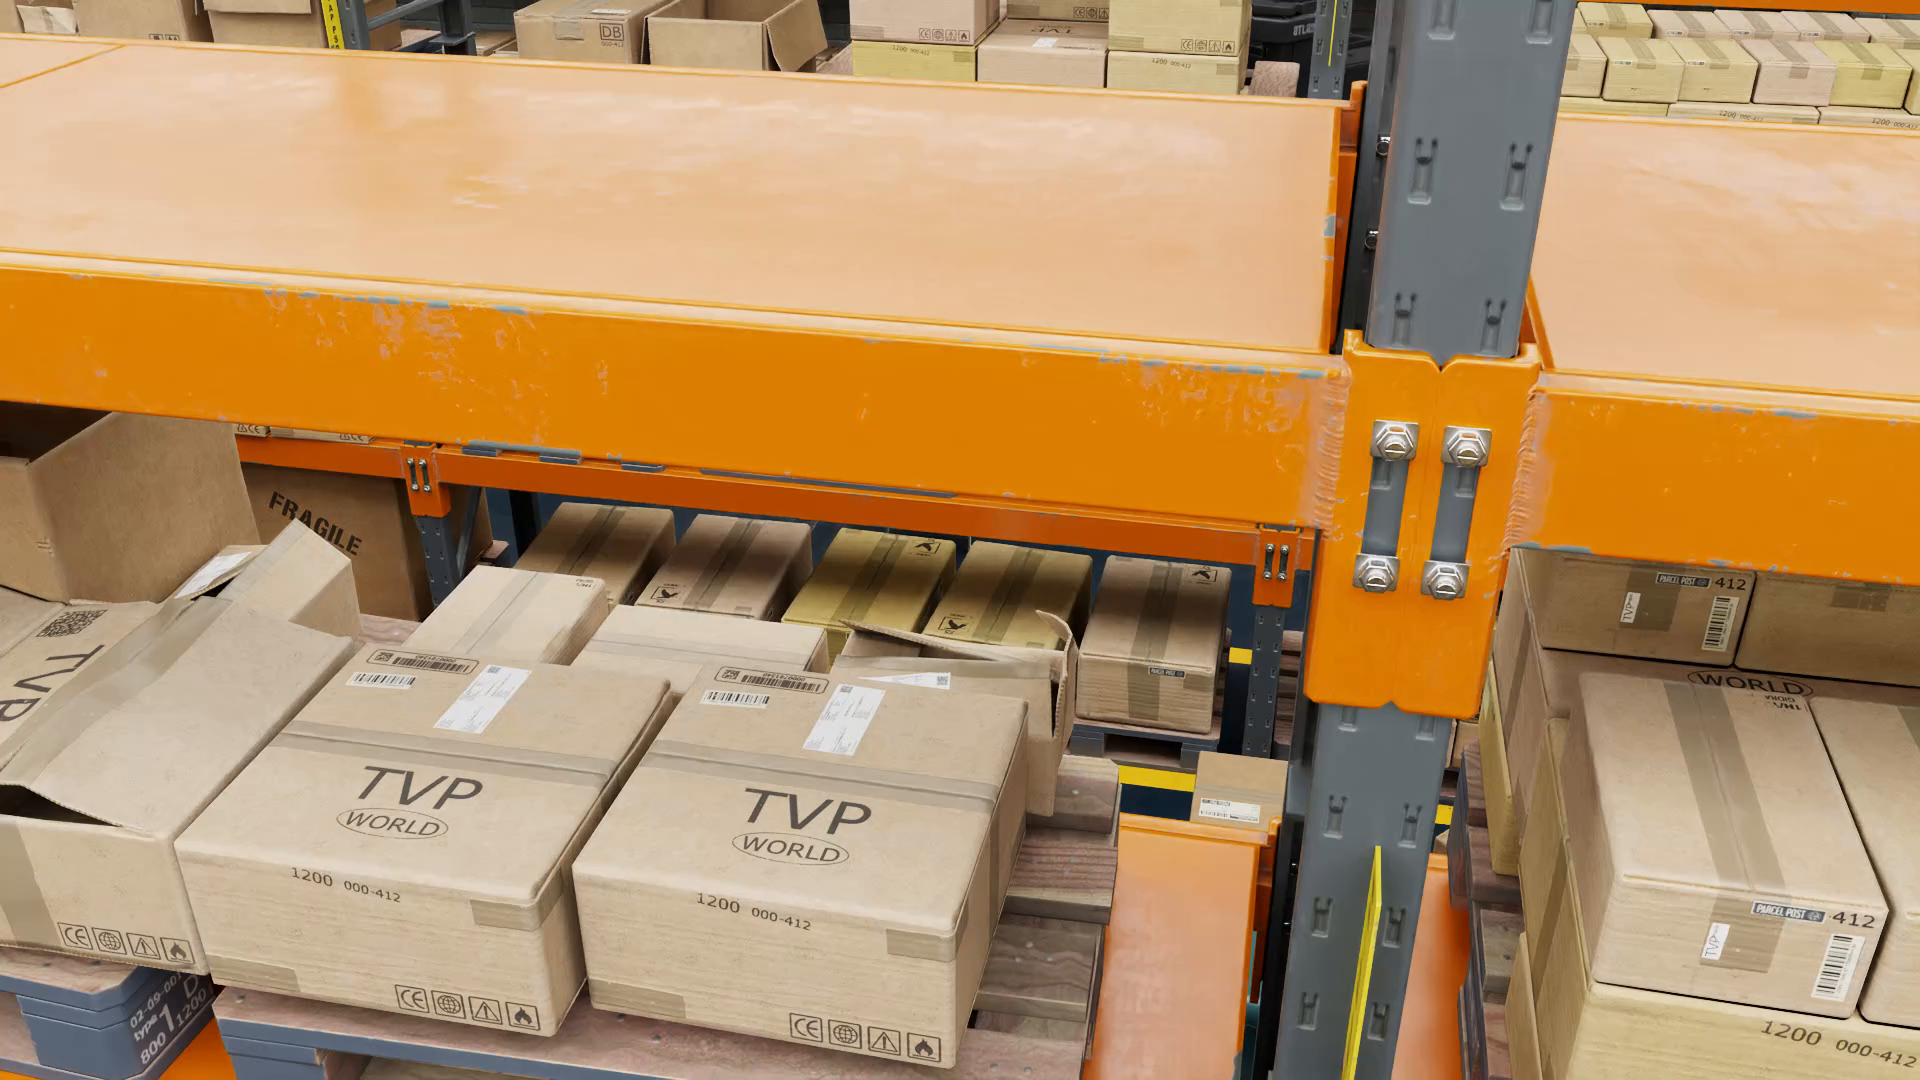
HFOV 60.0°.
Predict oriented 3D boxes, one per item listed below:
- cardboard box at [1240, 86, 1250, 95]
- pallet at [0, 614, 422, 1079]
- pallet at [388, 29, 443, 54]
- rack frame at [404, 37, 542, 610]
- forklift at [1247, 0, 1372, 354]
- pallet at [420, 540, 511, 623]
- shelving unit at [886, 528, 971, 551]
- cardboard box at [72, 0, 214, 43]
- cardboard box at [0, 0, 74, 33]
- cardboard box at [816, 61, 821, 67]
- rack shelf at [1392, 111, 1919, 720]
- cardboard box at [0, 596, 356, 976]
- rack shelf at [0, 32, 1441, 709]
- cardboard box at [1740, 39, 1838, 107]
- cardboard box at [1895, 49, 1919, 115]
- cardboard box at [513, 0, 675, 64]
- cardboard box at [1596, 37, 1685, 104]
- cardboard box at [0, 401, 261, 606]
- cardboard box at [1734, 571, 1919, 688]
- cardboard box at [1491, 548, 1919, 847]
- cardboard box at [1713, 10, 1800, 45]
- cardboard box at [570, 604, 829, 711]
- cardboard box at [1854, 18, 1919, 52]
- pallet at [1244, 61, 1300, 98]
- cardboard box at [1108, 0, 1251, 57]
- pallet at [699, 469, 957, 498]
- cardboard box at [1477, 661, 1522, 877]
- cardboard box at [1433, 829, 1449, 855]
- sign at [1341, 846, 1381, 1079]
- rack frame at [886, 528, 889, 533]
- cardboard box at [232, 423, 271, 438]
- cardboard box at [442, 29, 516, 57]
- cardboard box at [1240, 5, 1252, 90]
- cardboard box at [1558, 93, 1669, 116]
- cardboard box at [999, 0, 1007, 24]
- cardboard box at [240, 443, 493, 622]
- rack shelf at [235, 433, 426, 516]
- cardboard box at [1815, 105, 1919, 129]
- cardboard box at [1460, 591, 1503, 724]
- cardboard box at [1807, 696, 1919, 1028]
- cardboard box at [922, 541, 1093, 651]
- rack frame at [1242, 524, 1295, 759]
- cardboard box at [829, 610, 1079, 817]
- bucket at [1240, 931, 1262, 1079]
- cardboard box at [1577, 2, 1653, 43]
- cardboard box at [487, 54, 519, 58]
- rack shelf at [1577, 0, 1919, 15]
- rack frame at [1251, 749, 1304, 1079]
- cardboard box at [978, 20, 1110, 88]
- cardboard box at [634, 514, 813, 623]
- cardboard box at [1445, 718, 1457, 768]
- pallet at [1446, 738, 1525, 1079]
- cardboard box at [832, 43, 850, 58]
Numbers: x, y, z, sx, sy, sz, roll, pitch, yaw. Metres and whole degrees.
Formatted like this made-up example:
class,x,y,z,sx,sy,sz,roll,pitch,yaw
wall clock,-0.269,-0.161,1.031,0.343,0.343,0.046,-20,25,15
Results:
class,x,y,z,sx,sy,sz,roll,pitch,yaw
cardboard box,1.858,-3.038,11.396,0.250,0.149,0.380,5,29,10
pallet,-1.649,0.421,2.931,1.213,0.211,1.003,7,30,13
pallet,-3.090,-2.104,7.543,1.003,0.211,1.213,7,30,13
rack frame,-2.450,-0.832,8.146,0.127,3.000,1.000,6,29,11
forklift,2.082,-2.086,10.508,3.031,2.935,1.130,-21,35,-33
pallet,-3.205,0.277,9.024,1.213,0.211,1.003,6,29,11
shelving unit,-0.162,-0.543,9.492,0.503,1.200,0.258,6,29,11
cardboard box,-3.457,-2.386,7.319,0.500,0.500,0.700,4,29,8
cardboard box,-4.234,-2.416,7.375,0.500,0.500,0.500,6,29,11
cardboard box,-1.167,-3.321,11.914,0.250,0.149,0.380,7,29,12
rack shelf,2.483,-0.036,1.610,4.000,0.370,1.077,6,29,11
cardboard box,-1.233,0.327,2.457,0.500,0.311,0.500,5,29,9
rack shelf,-1.429,-0.437,2.343,4.000,0.370,1.077,6,29,11
cardboard box,2.987,-1.696,6.032,0.250,0.149,0.380,5,29,10
cardboard box,3.475,-1.618,5.890,0.250,0.149,0.380,7,29,12
cardboard box,-1.525,-2.092,7.219,0.500,0.500,0.700,6,29,11
cardboard box,2.470,-1.719,6.074,0.250,0.149,0.380,6,29,10
cardboard box,-1.626,-0.042,2.934,0.500,0.500,0.500,6,29,11
cardboard box,1.199,0.033,2.332,0.250,0.149,0.380,6,29,10
cardboard box,1.062,0.224,2.398,0.500,0.250,0.500,6,29,10
cardboard box,3.101,-1.958,6.511,0.250,0.149,0.380,6,29,11
cardboard box,-0.435,0.250,2.766,0.380,0.149,0.250,6,29,11
cardboard box,3.587,-1.884,6.375,0.250,0.149,0.380,6,29,12
pallet,0.881,-1.776,6.942,1.003,0.211,1.213,6,29,11
cardboard box,0.869,-2.082,6.505,0.500,0.250,0.500,7,29,12
pallet,-0.505,-0.568,7.864,1.213,0.211,1.003,6,29,11
cardboard box,0.950,0.357,2.571,0.250,0.149,0.380,6,29,10
cardboard box,2.226,1.411,6.649,0.500,0.500,0.500,-21,35,-33
sign,0.424,0.479,1.761,0.005,0.325,0.100,6,29,11
rack frame,-0.401,-0.567,9.537,0.015,1.200,0.240,6,29,11
cardboard box,-3.501,-0.739,8.132,0.500,0.250,0.500,6,29,11
cardboard box,-3.628,-3.508,12.493,0.500,0.500,0.700,6,29,10
cardboard box,0.974,-2.112,7.079,0.500,0.250,0.500,5,29,9
cardboard box,2.342,-1.591,6.255,0.500,0.250,0.500,6,29,10
cardboard box,-0.019,-2.202,7.244,0.500,0.250,0.500,6,29,10
cardboard box,-3.108,-0.192,8.753,0.875,0.875,0.875,6,29,10
rack shelf,-4.406,-0.717,8.685,4.000,0.370,1.077,6,29,11
cardboard box,3.323,-1.485,6.062,0.500,0.250,0.500,6,29,11
cardboard box,2.509,0.496,7.365,0.500,0.500,0.500,7,29,13
cardboard box,1.062,0.342,1.768,0.250,0.149,0.380,6,29,10
cardboard box,0.245,0.416,8.166,0.625,0.372,0.950,8,30,14
rack frame,1.462,-0.431,7.413,0.127,3.000,1.000,6,29,11
cardboard box,-0.011,0.242,2.660,0.396,0.266,0.258,5,29,10
bucket,1.142,1.604,5.522,0.620,0.611,0.726,7,28,33
cardboard box,2.605,-2.034,6.650,0.250,0.149,0.380,7,29,12
cardboard box,-2.098,-2.104,7.608,0.250,0.149,0.380,6,29,11
rack shelf,4.451,-3.562,10.758,4.000,0.370,1.077,6,29,11
rack frame,0.527,1.904,3.148,0.127,3.000,1.000,6,29,11
cardboard box,0.367,-1.908,6.708,0.500,0.250,0.500,6,29,11
cardboard box,-1.176,0.268,8.436,0.625,0.372,0.950,5,29,10
cardboard box,1.983,0.777,7.633,0.500,0.250,0.500,5,29,8
pallet,1.325,0.714,2.290,1.213,0.211,1.003,6,29,11
cardboard box,-0.777,-3.580,12.386,0.250,0.149,0.380,7,29,12
